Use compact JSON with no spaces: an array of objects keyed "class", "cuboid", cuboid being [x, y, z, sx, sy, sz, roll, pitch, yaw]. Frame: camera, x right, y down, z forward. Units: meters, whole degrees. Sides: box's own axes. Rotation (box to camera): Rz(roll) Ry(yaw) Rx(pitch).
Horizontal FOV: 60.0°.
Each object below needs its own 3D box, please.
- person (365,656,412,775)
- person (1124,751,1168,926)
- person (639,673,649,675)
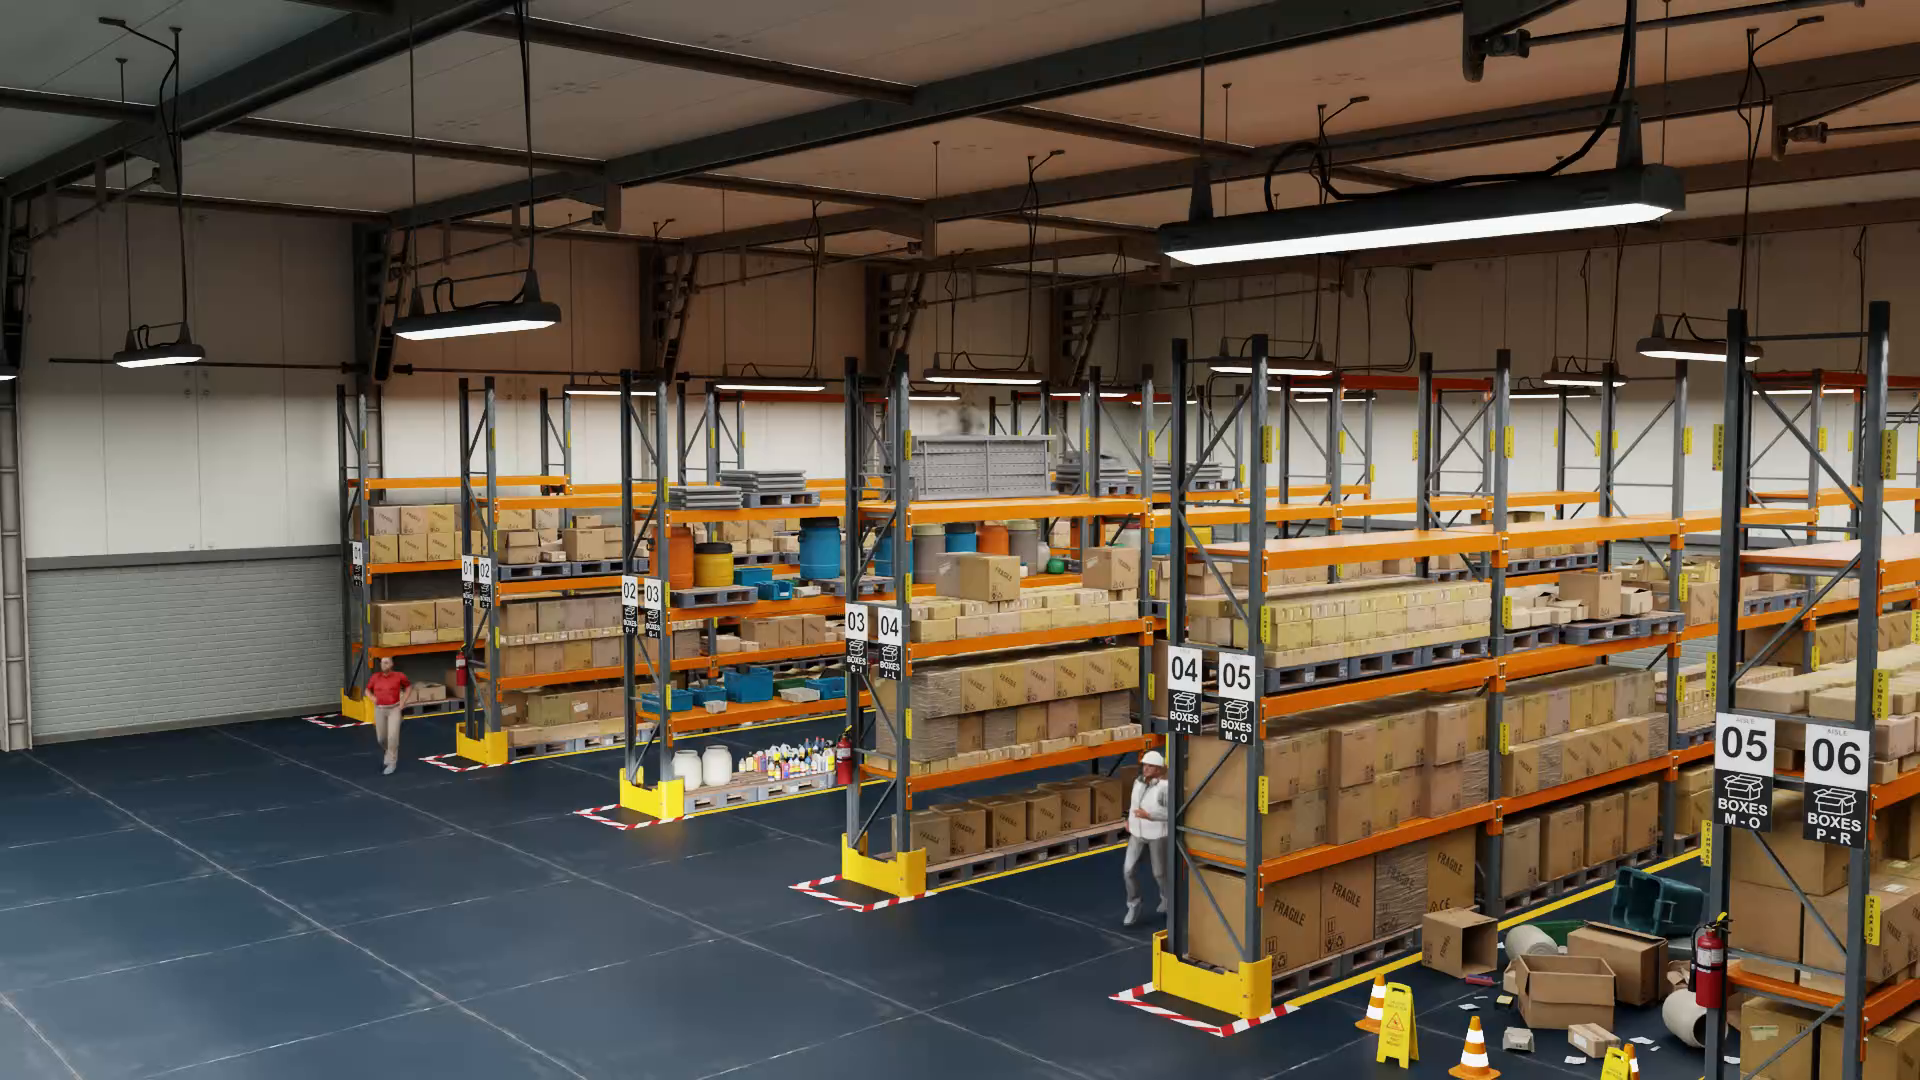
[{"class":"person","cuboid":[-8.719,2.673,25.347,0.684,1.678,0.876,-1,4,-8]},{"class":"person","cuboid":[1.998,3.130,17.510,0.629,1.824,0.752,3,5,36]},{"class":"person","cuboid":[-5.736,2.425,29.663,0.586,1.558,0.508,-3,5,-42]}]
